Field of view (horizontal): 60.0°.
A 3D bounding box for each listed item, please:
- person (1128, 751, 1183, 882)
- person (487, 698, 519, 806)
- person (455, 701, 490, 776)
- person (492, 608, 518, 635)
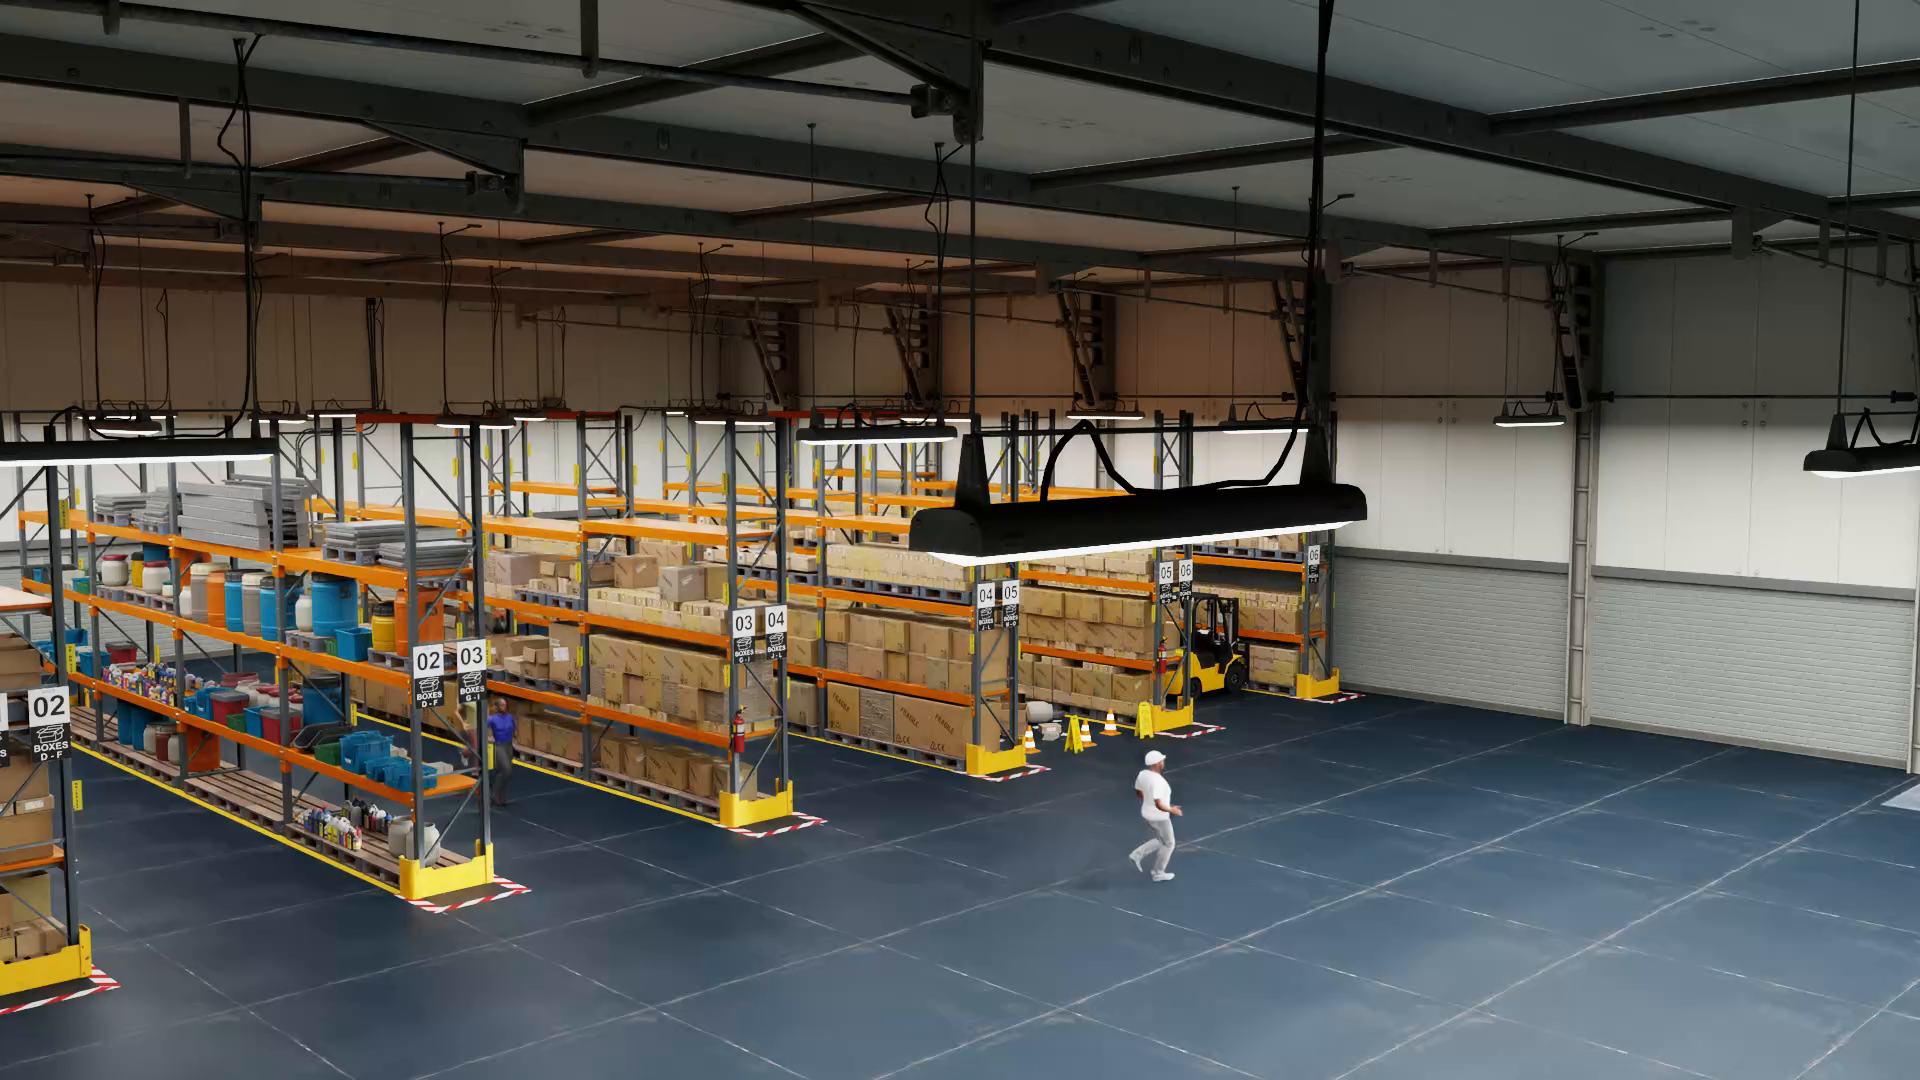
[{"bbox_3d":[2.525,3.593,21.654,0.609,1.717,0.697,-2,5,-17],"label":"person"},{"bbox_3d":[-7.076,3.283,25.732,0.684,1.644,0.548,3,6,33],"label":"person"},{"bbox_3d":[-8.074,3.128,27.704,0.558,1.620,0.594,4,7,42],"label":"person"},{"bbox_3d":[-9.957,2.338,36.298,0.628,1.792,0.781,-4,6,-38],"label":"person"}]
